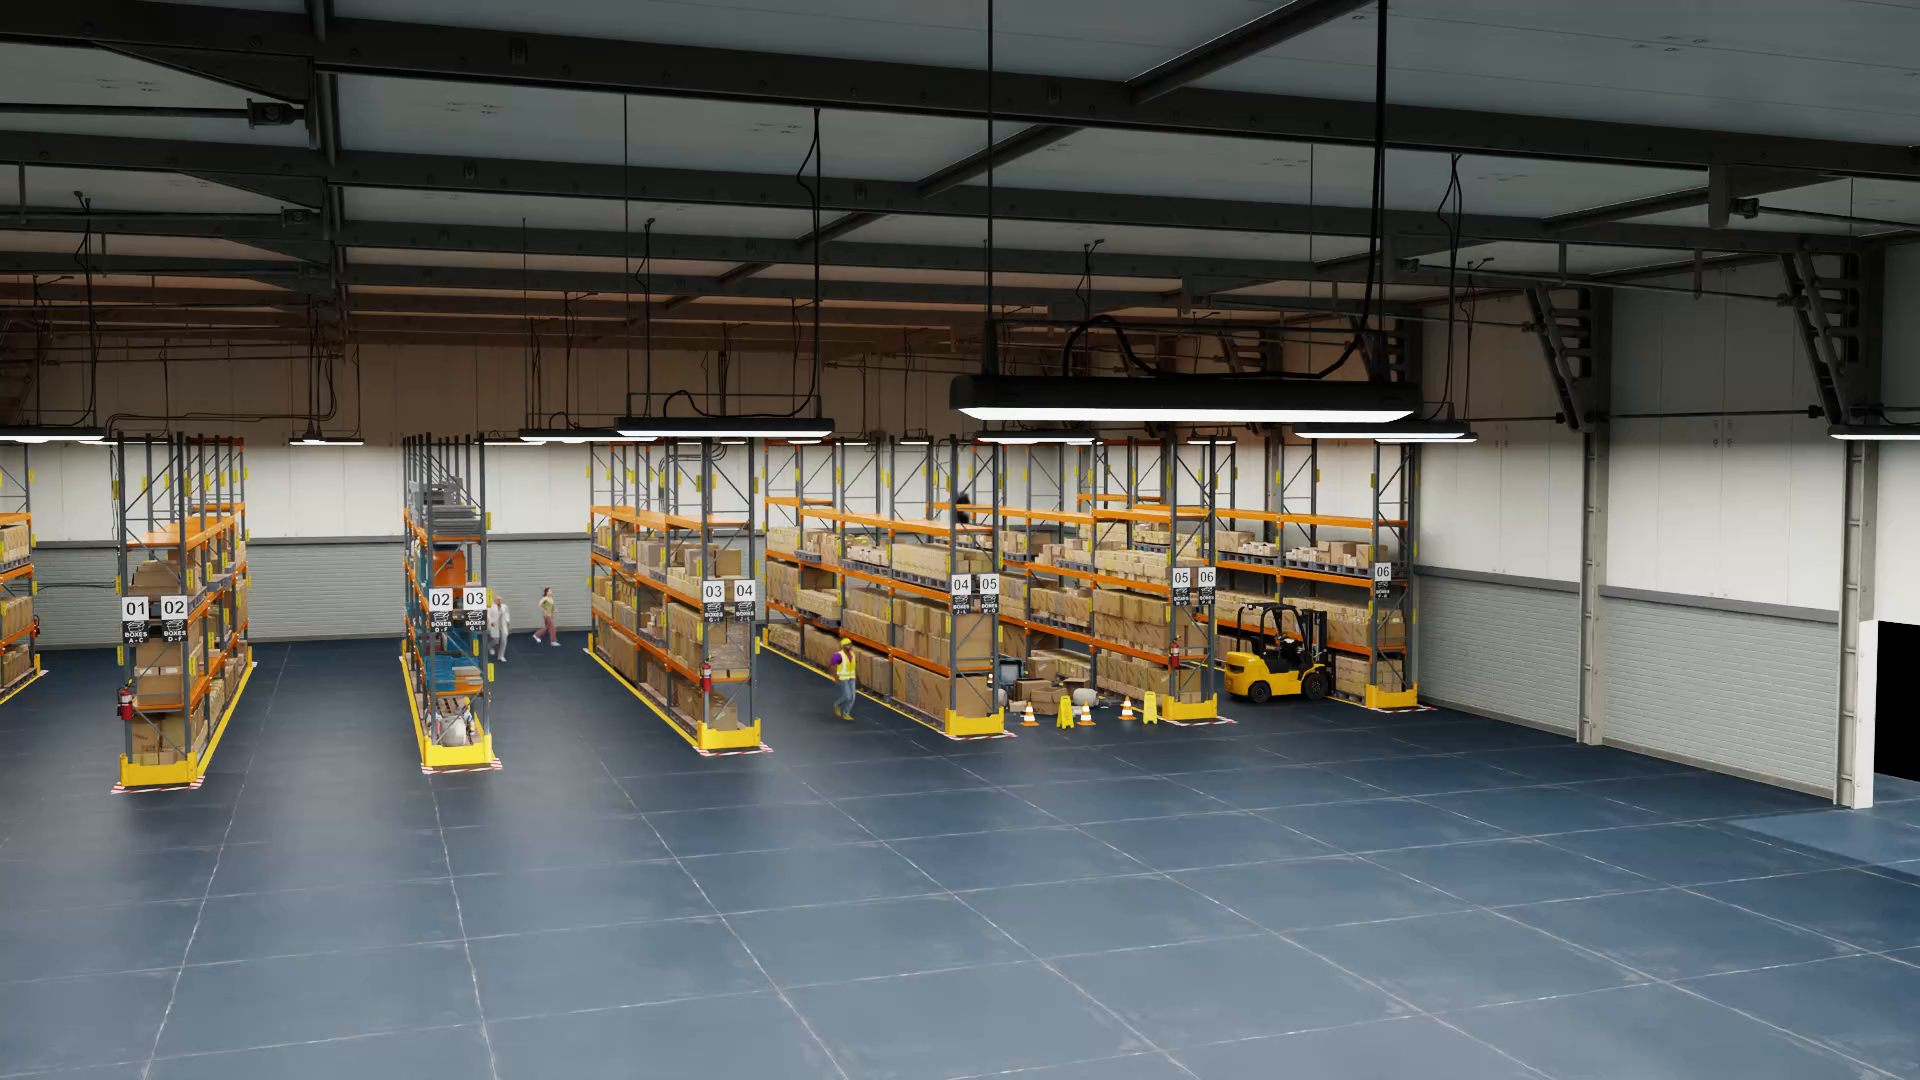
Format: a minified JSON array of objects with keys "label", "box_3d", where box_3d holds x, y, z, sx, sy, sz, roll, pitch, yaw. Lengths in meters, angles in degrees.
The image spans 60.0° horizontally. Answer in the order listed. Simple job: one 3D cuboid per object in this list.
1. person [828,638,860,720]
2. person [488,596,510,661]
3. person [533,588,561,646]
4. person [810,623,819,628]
[{"label":"person","box_3d":[-2.401,2.925,34.952,0.708,1.727,0.519,-3,4,-42]},{"label":"person","box_3d":[-12.493,2.375,44.934,0.706,1.752,0.841,-2,4,-36]},{"label":"person","box_3d":[-11.958,2.209,48.100,0.864,1.676,0.570,1,3,9]},{"label":"person","box_3d":[-4.257,2.140,49.341,0.648,1.732,0.702,3,4,41]}]
